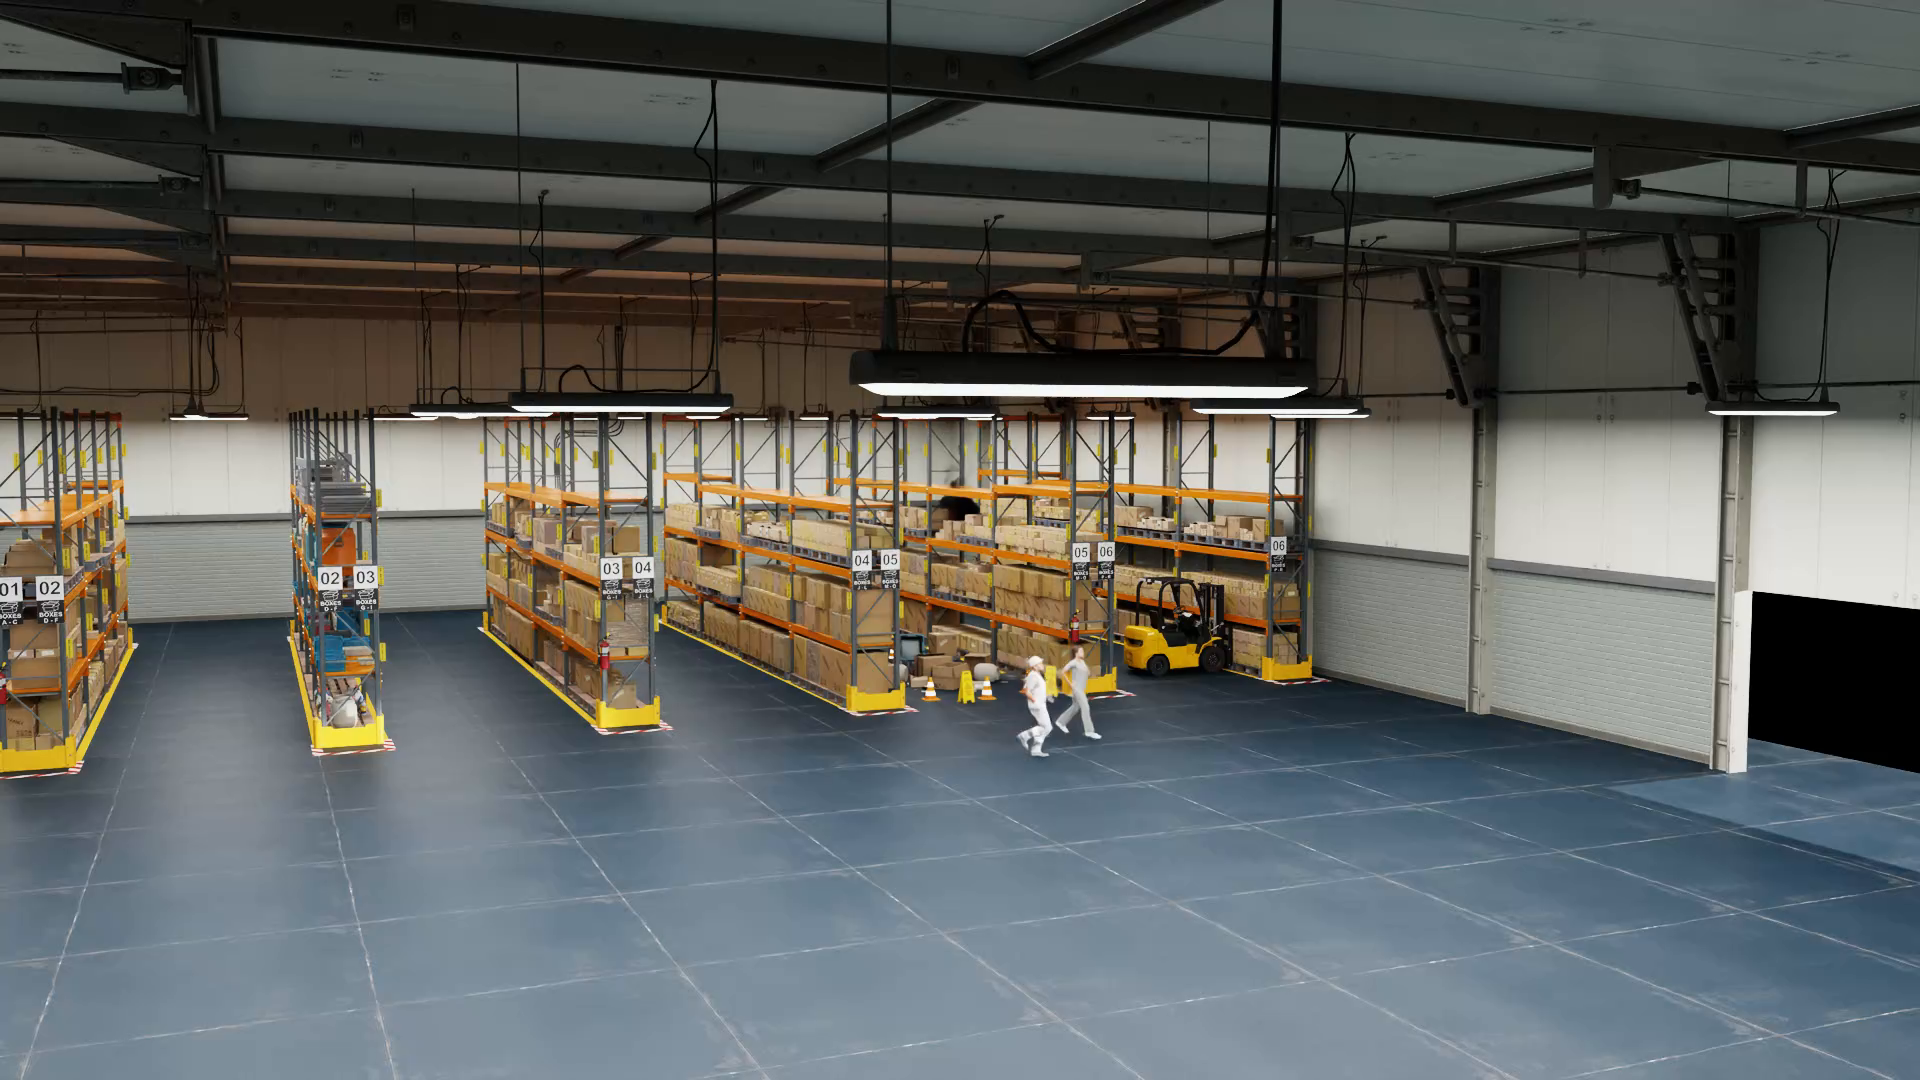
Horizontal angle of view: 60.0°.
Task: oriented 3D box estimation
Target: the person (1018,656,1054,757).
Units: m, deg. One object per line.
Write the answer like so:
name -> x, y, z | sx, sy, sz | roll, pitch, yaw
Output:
person -> 1.308, 2.857, 28.550 | 0.601, 1.738, 0.658 | 1, 4, 8

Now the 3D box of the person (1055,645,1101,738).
person -> 2.149, 2.738, 30.249 | 0.947, 1.663, 0.567 | 2, 4, 27

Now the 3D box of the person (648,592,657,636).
person -> -8.371, 1.841, 44.471 | 0.537, 1.578, 0.592 | -2, 4, -21

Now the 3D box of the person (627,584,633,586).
person -> -9.730, 1.461, 47.907 | 0.766, 1.724, 0.979 | 1, 4, 20
